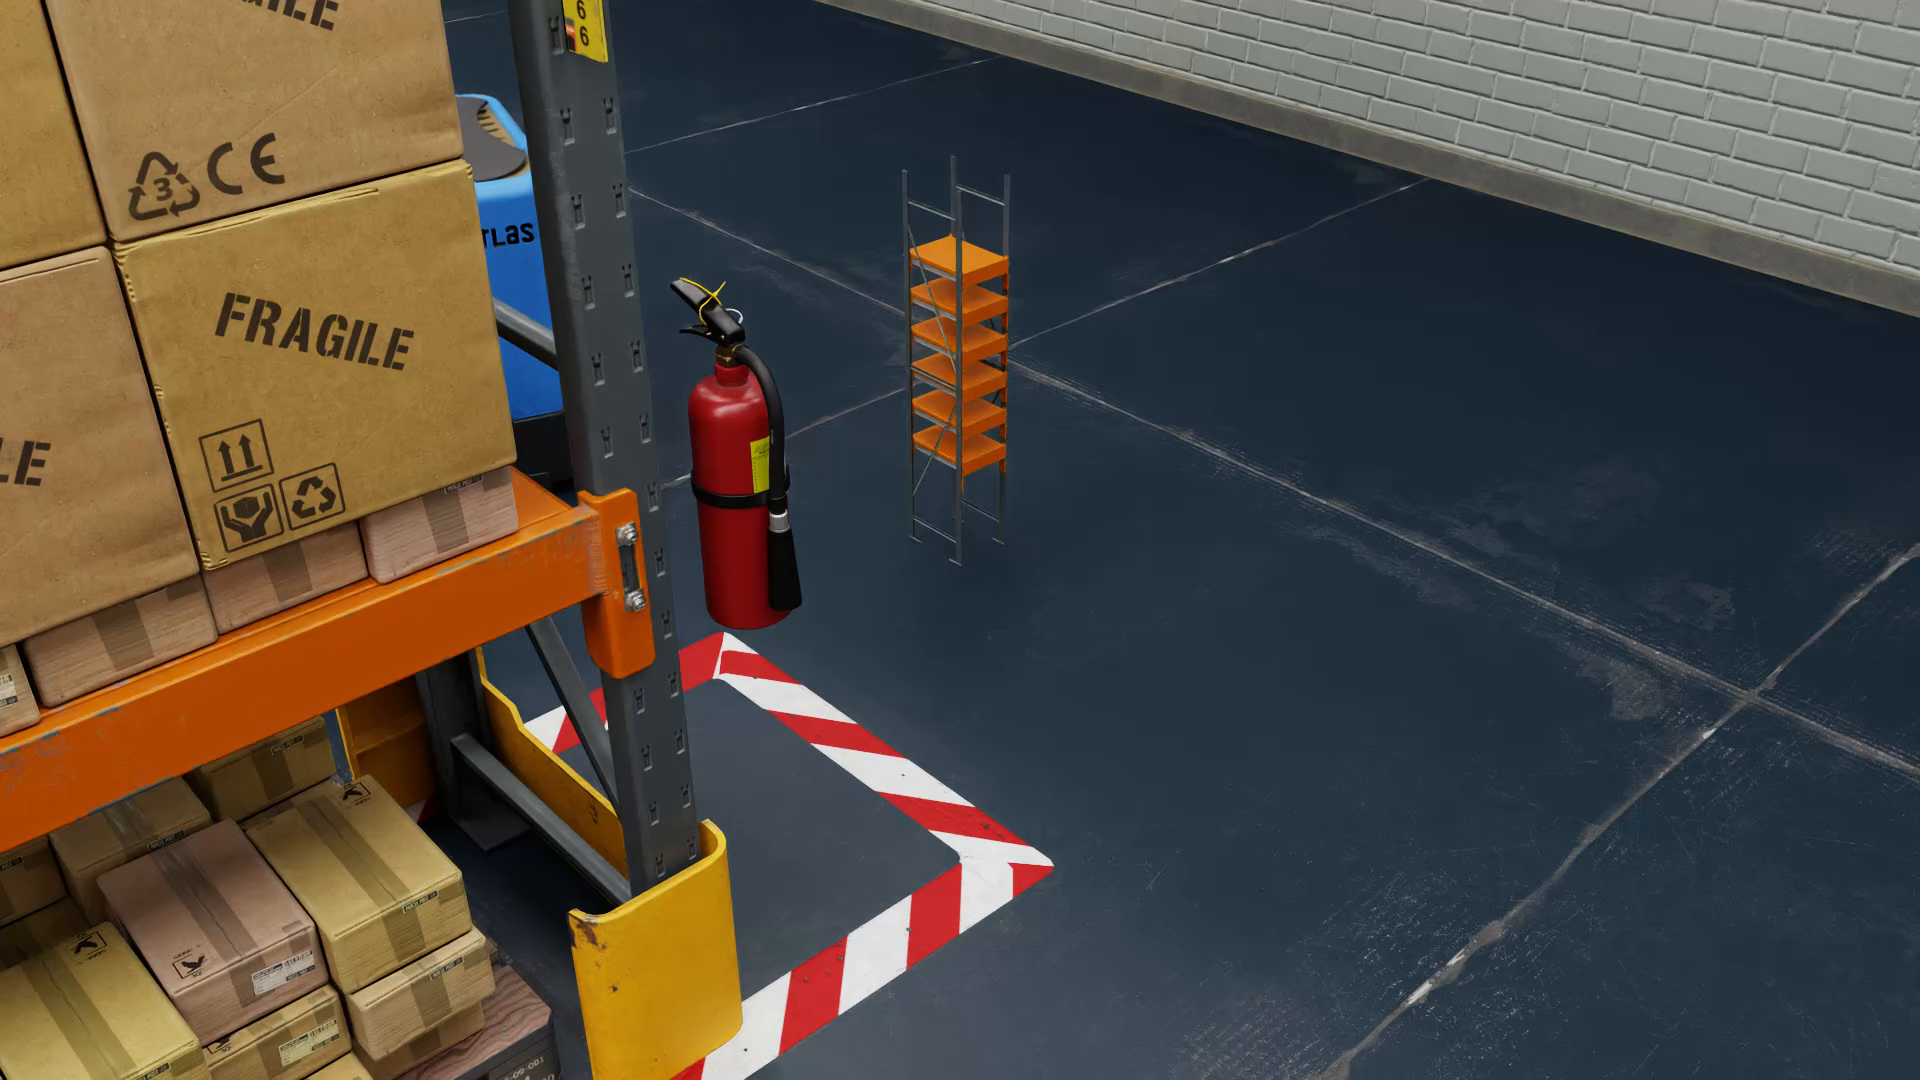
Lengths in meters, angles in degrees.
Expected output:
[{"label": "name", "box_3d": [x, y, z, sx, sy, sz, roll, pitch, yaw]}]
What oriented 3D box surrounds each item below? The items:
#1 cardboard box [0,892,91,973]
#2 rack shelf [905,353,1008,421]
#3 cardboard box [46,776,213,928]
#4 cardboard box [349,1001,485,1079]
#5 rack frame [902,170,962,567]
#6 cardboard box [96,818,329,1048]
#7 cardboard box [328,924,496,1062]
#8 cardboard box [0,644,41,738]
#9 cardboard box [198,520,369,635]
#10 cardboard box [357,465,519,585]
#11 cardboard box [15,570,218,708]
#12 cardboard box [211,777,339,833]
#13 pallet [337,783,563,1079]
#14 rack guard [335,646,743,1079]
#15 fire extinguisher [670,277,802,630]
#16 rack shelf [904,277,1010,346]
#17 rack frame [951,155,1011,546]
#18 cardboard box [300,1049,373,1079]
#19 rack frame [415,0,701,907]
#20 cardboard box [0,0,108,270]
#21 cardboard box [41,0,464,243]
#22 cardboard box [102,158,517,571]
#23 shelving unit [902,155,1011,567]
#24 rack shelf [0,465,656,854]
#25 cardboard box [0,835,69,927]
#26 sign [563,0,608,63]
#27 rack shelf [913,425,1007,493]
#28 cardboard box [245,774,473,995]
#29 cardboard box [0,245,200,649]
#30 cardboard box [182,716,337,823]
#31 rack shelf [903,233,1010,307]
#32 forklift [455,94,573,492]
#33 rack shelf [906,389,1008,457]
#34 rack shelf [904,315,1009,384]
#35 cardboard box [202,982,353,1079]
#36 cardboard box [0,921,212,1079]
[{"label": "cardboard box", "box_3d": [-1.823, 0.759, 3.179, 0.250, 0.149, 0.380, -25, 39, -35]}, {"label": "rack shelf", "box_3d": [-0.011, -0.469, 4.952, 0.180, 0.103, 0.258, -26, 40, -35]}, {"label": "cardboard box", "box_3d": [-1.641, 0.548, 3.239, 0.250, 0.149, 0.380, -25, 39, -35]}, {"label": "cardboard box", "box_3d": [-1.150, 0.868, 3.285, 0.250, 0.149, 0.380, -25, 39, -35]}, {"label": "rack frame", "box_3d": [-0.078, -0.474, 4.876, 0.006, 1.200, 0.240, -26, 40, -35]}, {"label": "cardboard box", "box_3d": [-1.345, 0.700, 2.990, 0.250, 0.149, 0.380, -25, 39, -35]}, {"label": "cardboard box", "box_3d": [-1.099, 0.771, 3.159, 0.250, 0.149, 0.380, -27, 41, -37]}, {"label": "cardboard box", "box_3d": [-1.505, 0.164, 2.348, 0.250, 0.149, 0.380, -25, 39, -34]}, {"label": "cardboard box", "box_3d": [-1.160, -0.031, 2.665, 0.250, 0.149, 0.380, -26, 40, -36]}, {"label": "cardboard box", "box_3d": [-0.952, -0.104, 2.786, 0.250, 0.149, 0.380, -26, 40, -35]}, {"label": "cardboard box", "box_3d": [-1.334, 0.064, 2.511, 0.250, 0.149, 0.380, -26, 40, -36]}, {"label": "cardboard box", "box_3d": [-1.464, 0.562, 3.500, 0.250, 0.149, 0.380, -24, 39, -34]}, {"label": "pallet", "box_3d": [-1.581, 1.056, 3.321, 1.213, 0.211, 1.003, -26, 40, -35]}, {"label": "rack guard", "box_3d": [-0.961, 0.658, 3.695, 0.348, 0.500, 1.175, -26, 40, -35]}, {"label": "fire extinguisher", "box_3d": [-0.407, -0.156, 3.062, 0.183, 0.674, 0.296, -26, 40, -35]}, {"label": "rack shelf", "box_3d": [-0.011, -0.674, 4.827, 0.180, 0.103, 0.258, -26, 40, -35]}, {"label": "rack frame", "box_3d": [0.056, -0.539, 4.982, 0.006, 1.200, 0.240, -26, 40, -35]}, {"label": "cardboard box", "box_3d": [-1.269, 0.998, 3.072, 0.250, 0.149, 0.380, -24, 39, -34]}, {"label": "rack frame", "box_3d": [-0.906, -0.435, 3.087, 0.127, 3.000, 1.000, -26, 40, -35]}, {"label": "cardboard box", "box_3d": [-1.444, -0.594, 2.007, 0.500, 0.500, 0.500, -27, 41, -37]}, {"label": "cardboard box", "box_3d": [-1.072, -0.774, 2.301, 0.500, 0.500, 0.500, -27, 40, -36]}, {"label": "cardboard box", "box_3d": [-1.060, -0.347, 2.561, 0.500, 0.500, 0.500, -25, 39, -35]}, {"label": "shelving unit", "box_3d": [-0.011, -0.507, 4.929, 0.189, 1.200, 0.258, -26, 40, -35]}, {"label": "rack shelf", "box_3d": [-2.372, 0.581, 2.114, 4.000, 0.370, 1.077, -26, 40, -35]}, {"label": "cardboard box", "box_3d": [-1.913, 0.588, 3.173, 0.250, 0.149, 0.380, -26, 40, -36]}, {"label": "sign", "box_3d": [-0.543, -0.845, 2.343, 0.005, 0.325, 0.100, -26, 40, -35]}, {"label": "rack shelf", "box_3d": [-0.011, -0.264, 5.077, 0.180, 0.103, 0.258, -26, 40, -35]}, {"label": "cardboard box", "box_3d": [-1.121, 0.633, 3.100, 0.250, 0.149, 0.380, -25, 40, -35]}, {"label": "cardboard box", "box_3d": [-1.441, -0.166, 2.266, 0.500, 0.500, 0.500, -27, 40, -36]}, {"label": "cardboard box", "box_3d": [-1.521, 0.404, 3.474, 0.380, 0.149, 0.250, 27, 41, 37]}, {"label": "rack shelf", "box_3d": [-0.011, -0.776, 4.764, 0.180, 0.103, 0.258, -26, 40, -35]}, {"label": "forklift", "box_3d": [-2.758, -1.333, 4.620, 3.031, 2.935, 1.130, -14, 34, -21]}, {"label": "rack shelf", "box_3d": [-0.011, -0.366, 5.014, 0.180, 0.103, 0.258, -26, 40, -35]}, {"label": "rack shelf", "box_3d": [-0.011, -0.571, 4.889, 0.180, 0.103, 0.258, -26, 40, -35]}, {"label": "cardboard box", "box_3d": [-1.327, 0.843, 3.041, 0.250, 0.149, 0.380, -27, 40, -36]}, {"label": "cardboard box", "box_3d": [-1.448, 0.840, 2.760, 0.250, 0.149, 0.380, -27, 40, -36]}]
